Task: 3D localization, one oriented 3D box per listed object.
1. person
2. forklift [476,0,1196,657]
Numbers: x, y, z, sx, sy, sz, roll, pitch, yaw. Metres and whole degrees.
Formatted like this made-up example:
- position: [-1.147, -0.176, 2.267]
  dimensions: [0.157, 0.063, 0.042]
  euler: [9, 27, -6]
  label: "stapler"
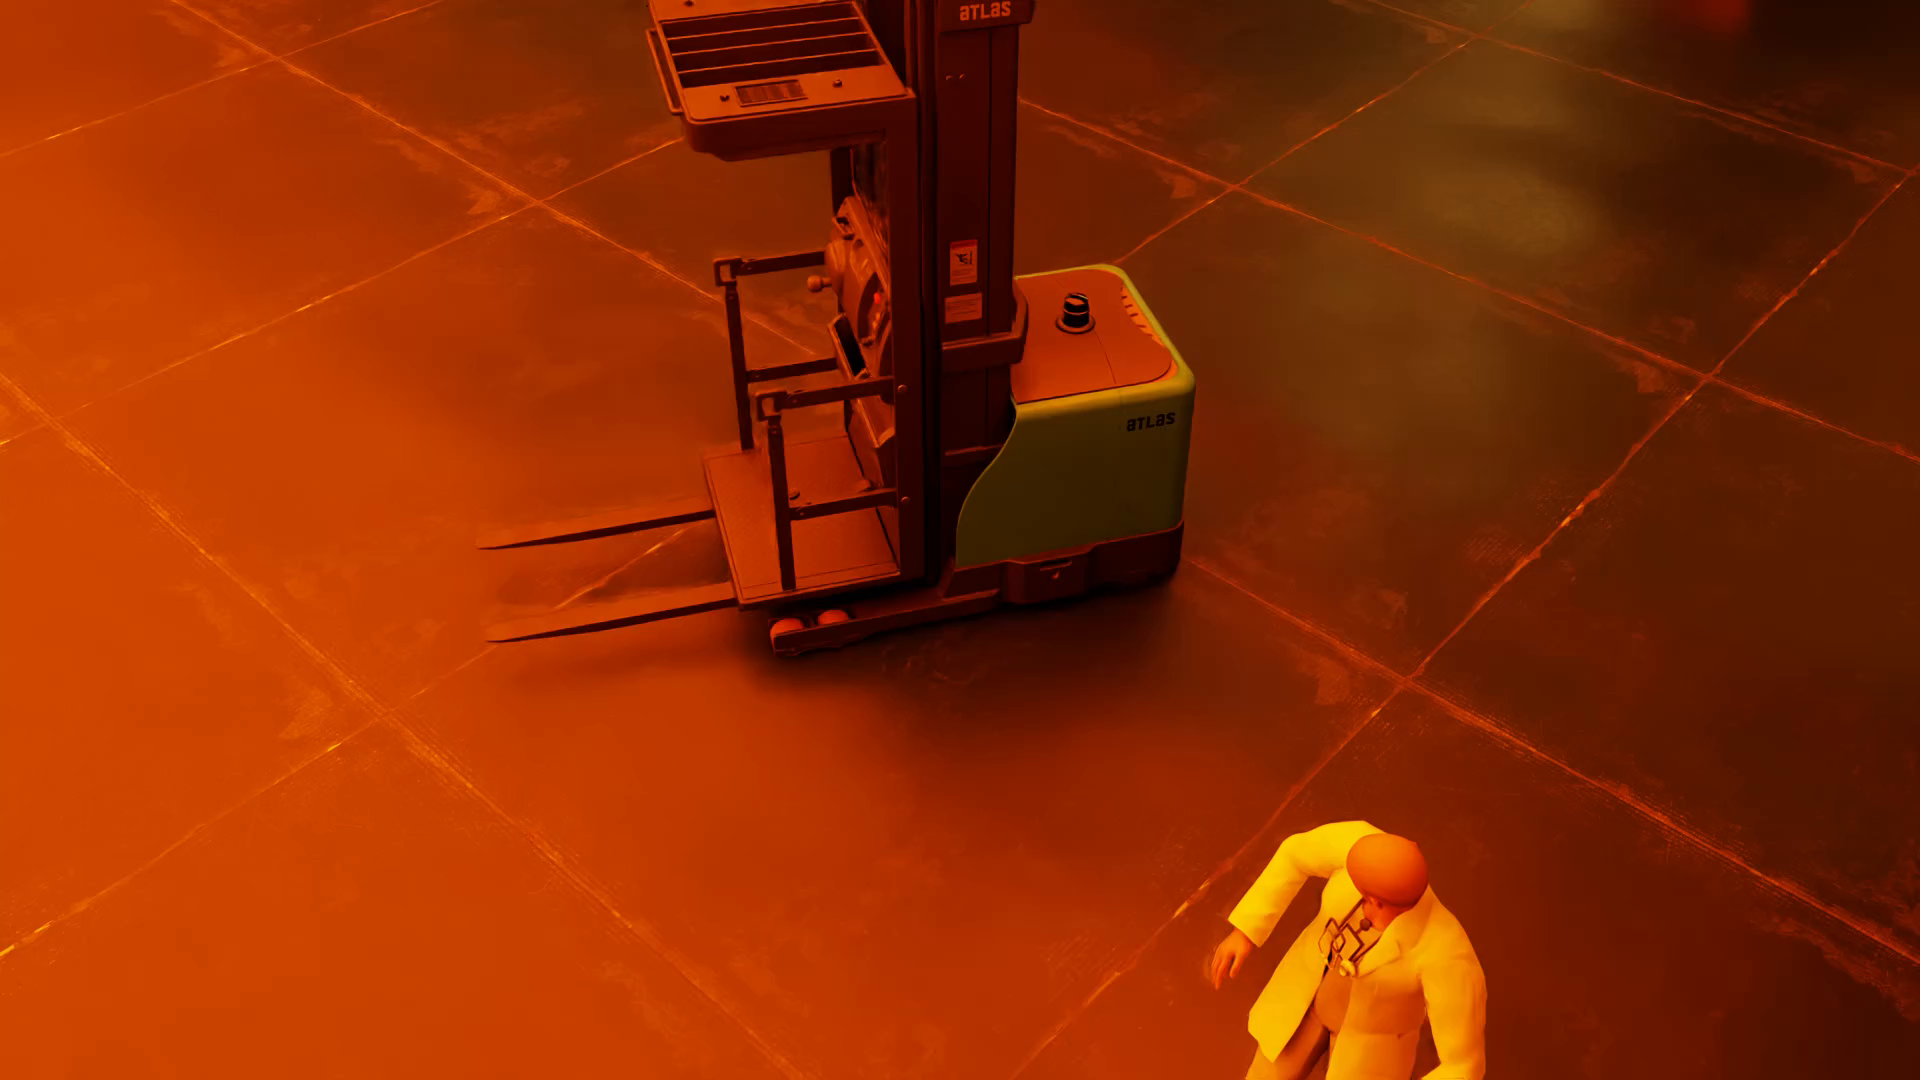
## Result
- position: [1.061, 1.435, 4.727]
  dimensions: [0.644, 1.736, 0.829]
  euler: [-28, 48, -29]
  label: "person"
- position: [-0.588, -1.000, 6.593]
  dimensions: [3.031, 2.935, 1.130]
  euler: [-10, 42, -12]
  label: "forklift"
